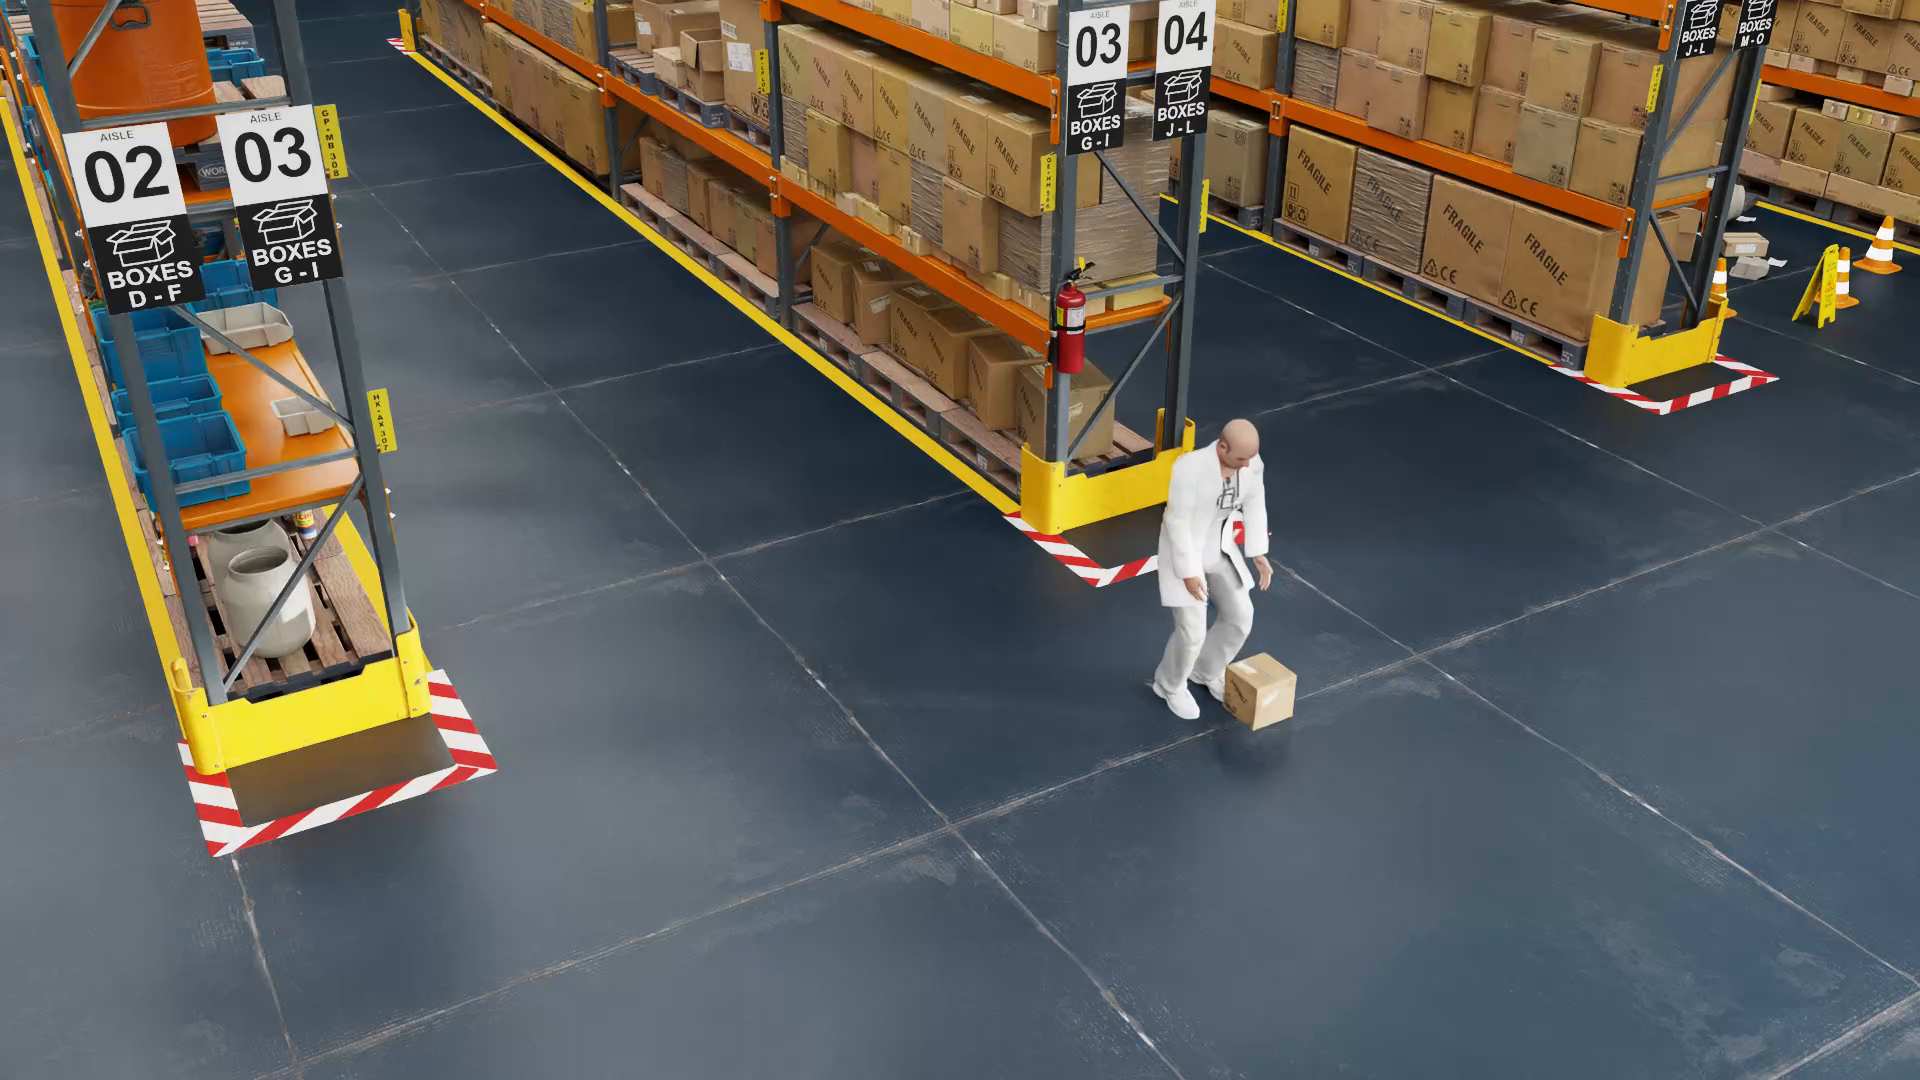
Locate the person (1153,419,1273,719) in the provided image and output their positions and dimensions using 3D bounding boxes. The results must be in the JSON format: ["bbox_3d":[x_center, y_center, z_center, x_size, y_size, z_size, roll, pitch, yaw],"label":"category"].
[{"bbox_3d":[1.284,0.103,8.530,0.607,1.662,0.496,-15,32,-25],"label":"person"}]
